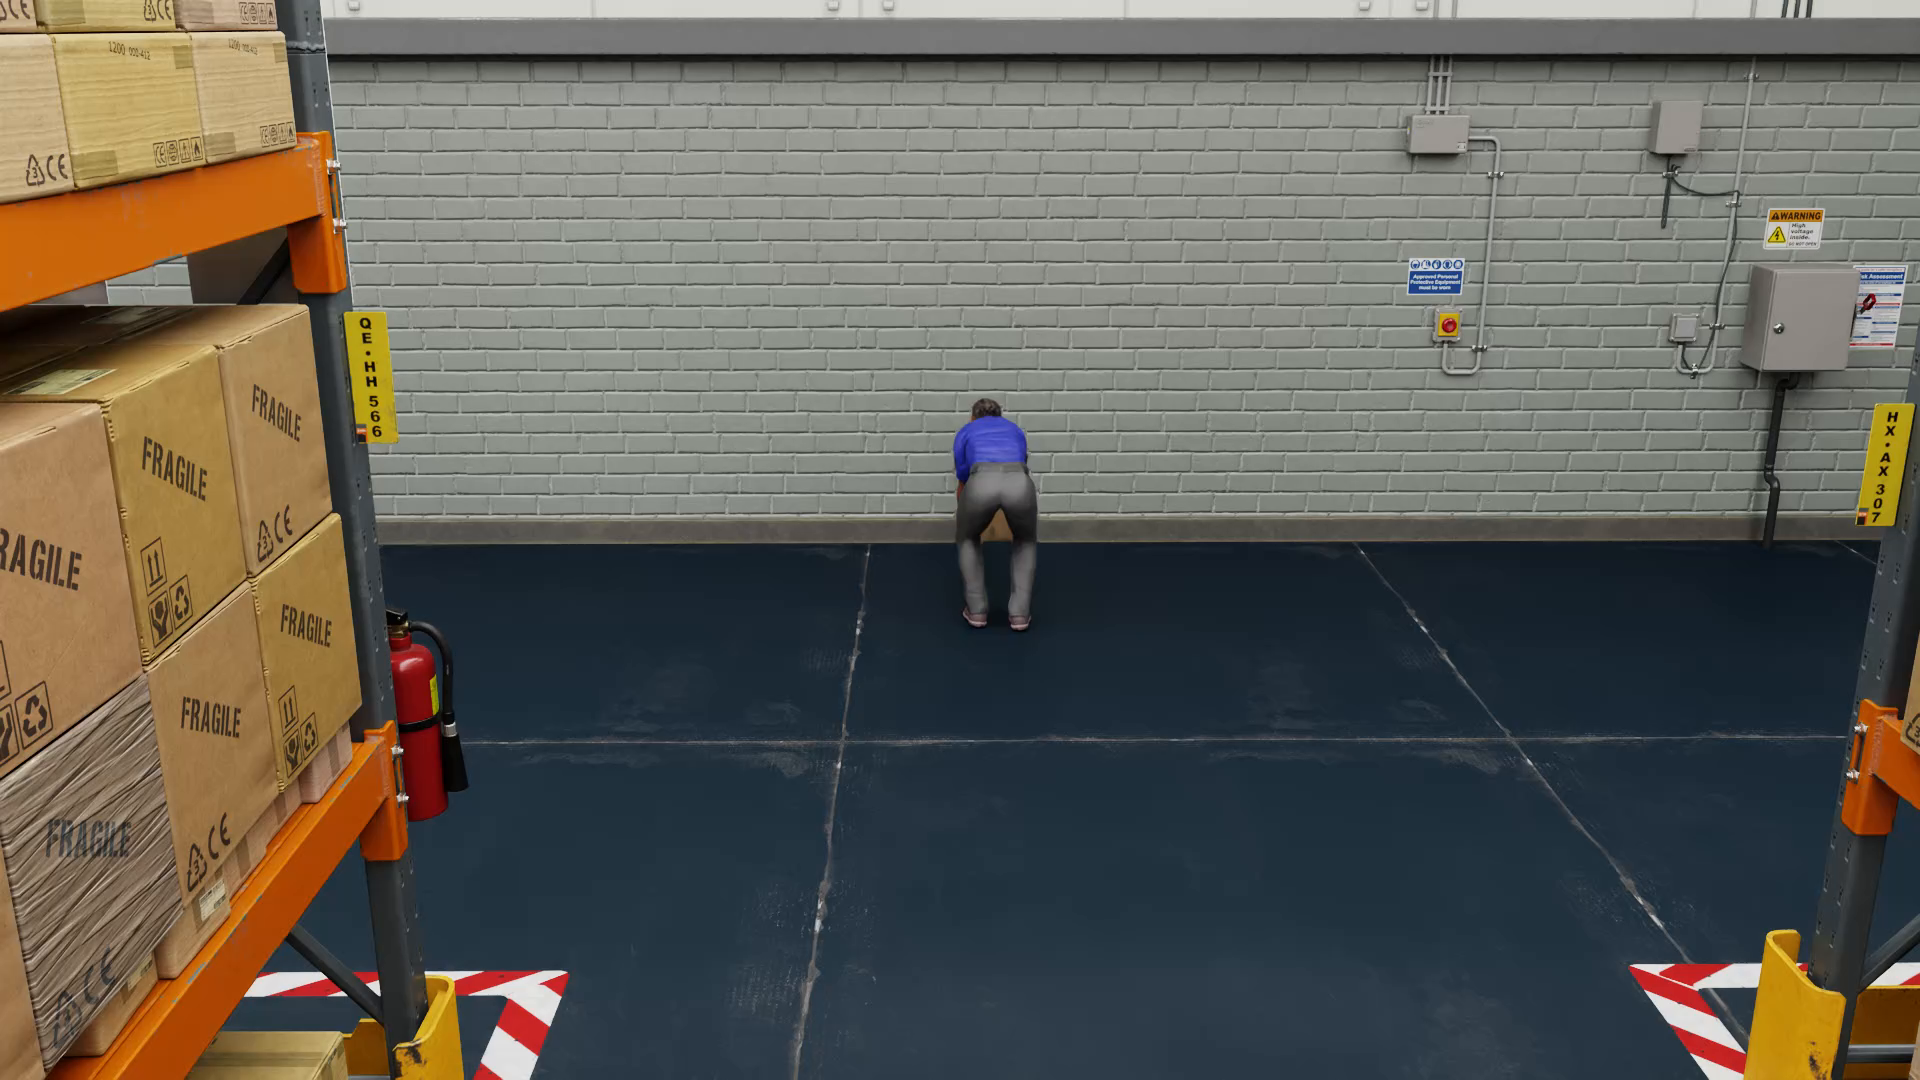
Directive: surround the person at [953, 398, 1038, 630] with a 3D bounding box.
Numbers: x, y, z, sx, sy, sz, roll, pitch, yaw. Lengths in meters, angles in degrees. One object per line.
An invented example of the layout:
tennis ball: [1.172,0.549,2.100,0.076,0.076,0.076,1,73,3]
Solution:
person: [0.189,-0.137,8.902,0.437,1.126,0.846,-1,17,-3]
